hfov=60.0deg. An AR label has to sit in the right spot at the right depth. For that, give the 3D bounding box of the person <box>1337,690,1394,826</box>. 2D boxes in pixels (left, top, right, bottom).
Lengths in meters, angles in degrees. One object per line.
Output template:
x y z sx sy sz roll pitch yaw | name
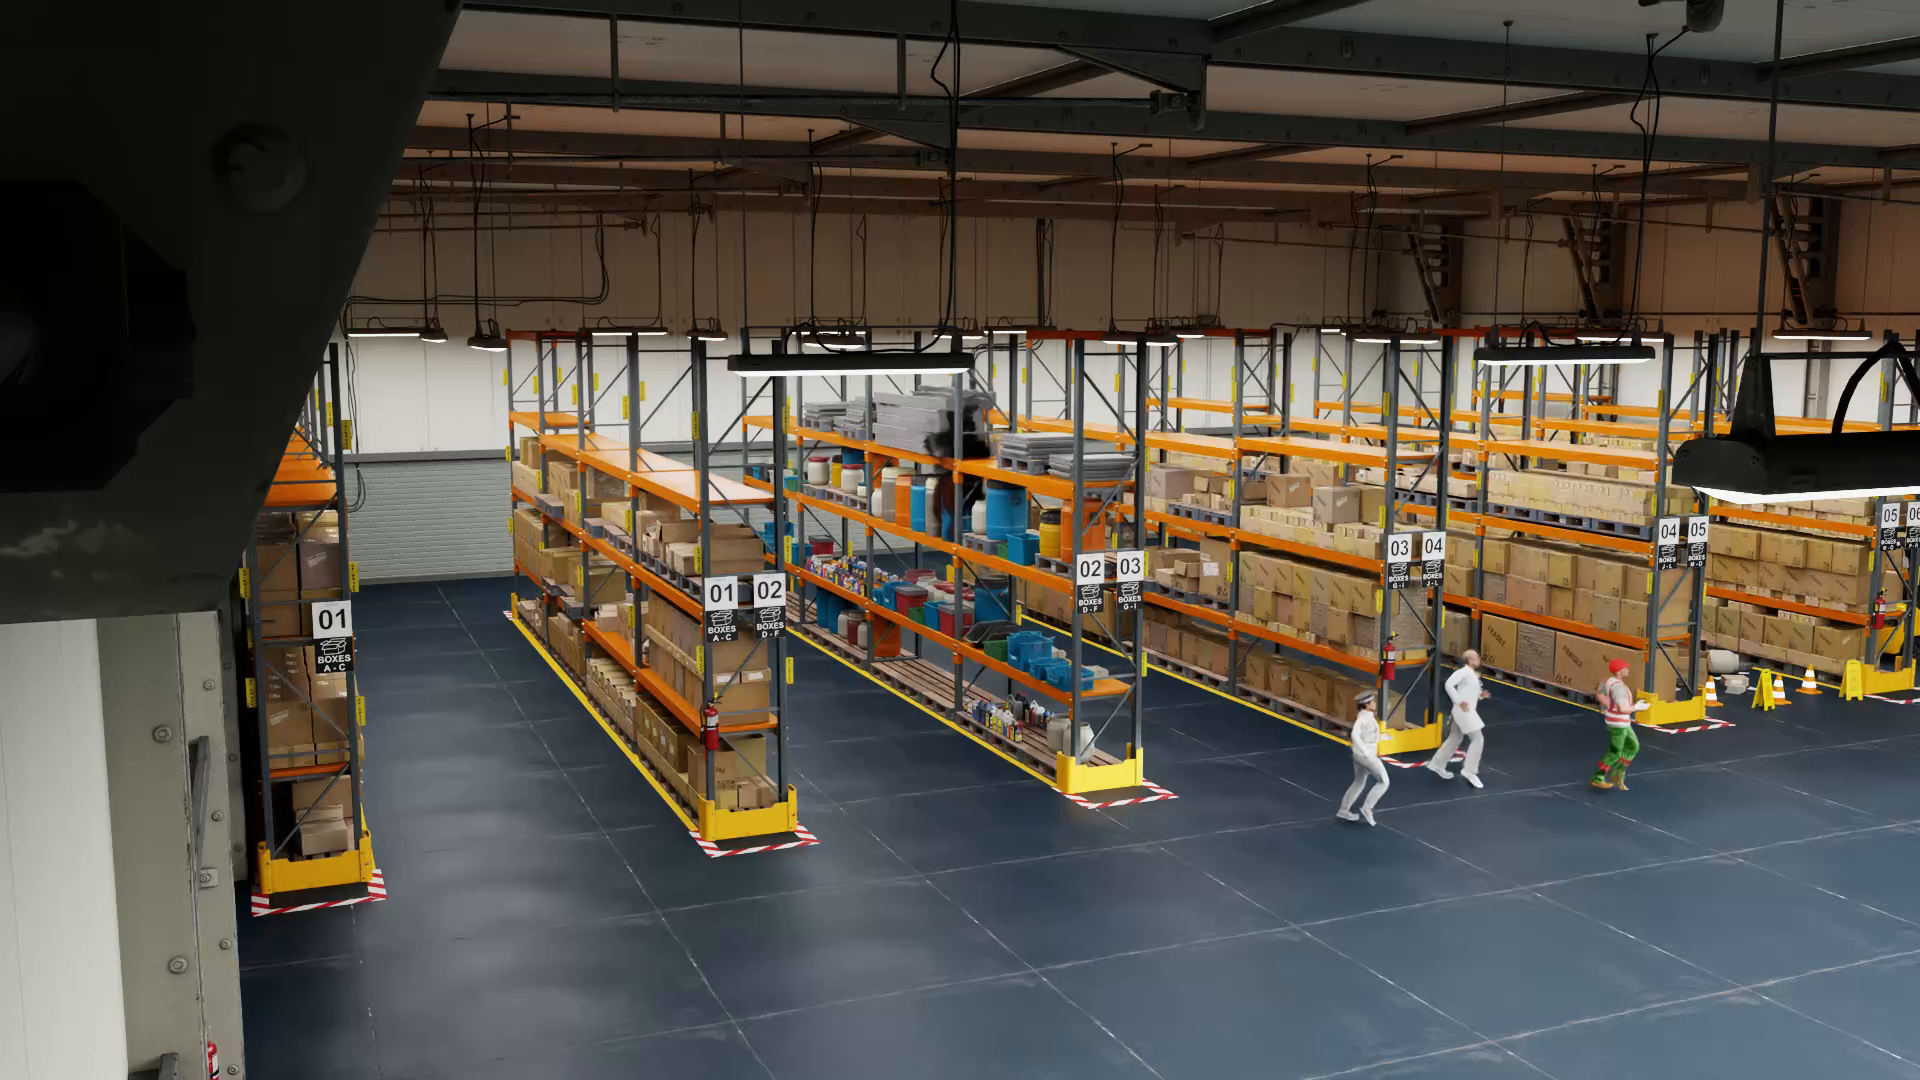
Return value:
5.064 2.703 20.675 0.683 1.713 0.587 0 8 1 | person

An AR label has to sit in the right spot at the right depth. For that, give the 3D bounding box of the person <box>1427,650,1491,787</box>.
6.802 2.392 22.643 0.802 1.834 0.696 2 8 17 | person

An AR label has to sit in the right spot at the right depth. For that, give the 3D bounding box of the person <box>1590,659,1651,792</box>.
8.745 2.467 22.017 0.689 1.820 0.631 2 8 18 | person

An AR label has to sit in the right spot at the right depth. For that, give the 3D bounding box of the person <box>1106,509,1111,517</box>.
3.393 0.092 39.589 0.759 1.787 0.653 0 8 2 | person
